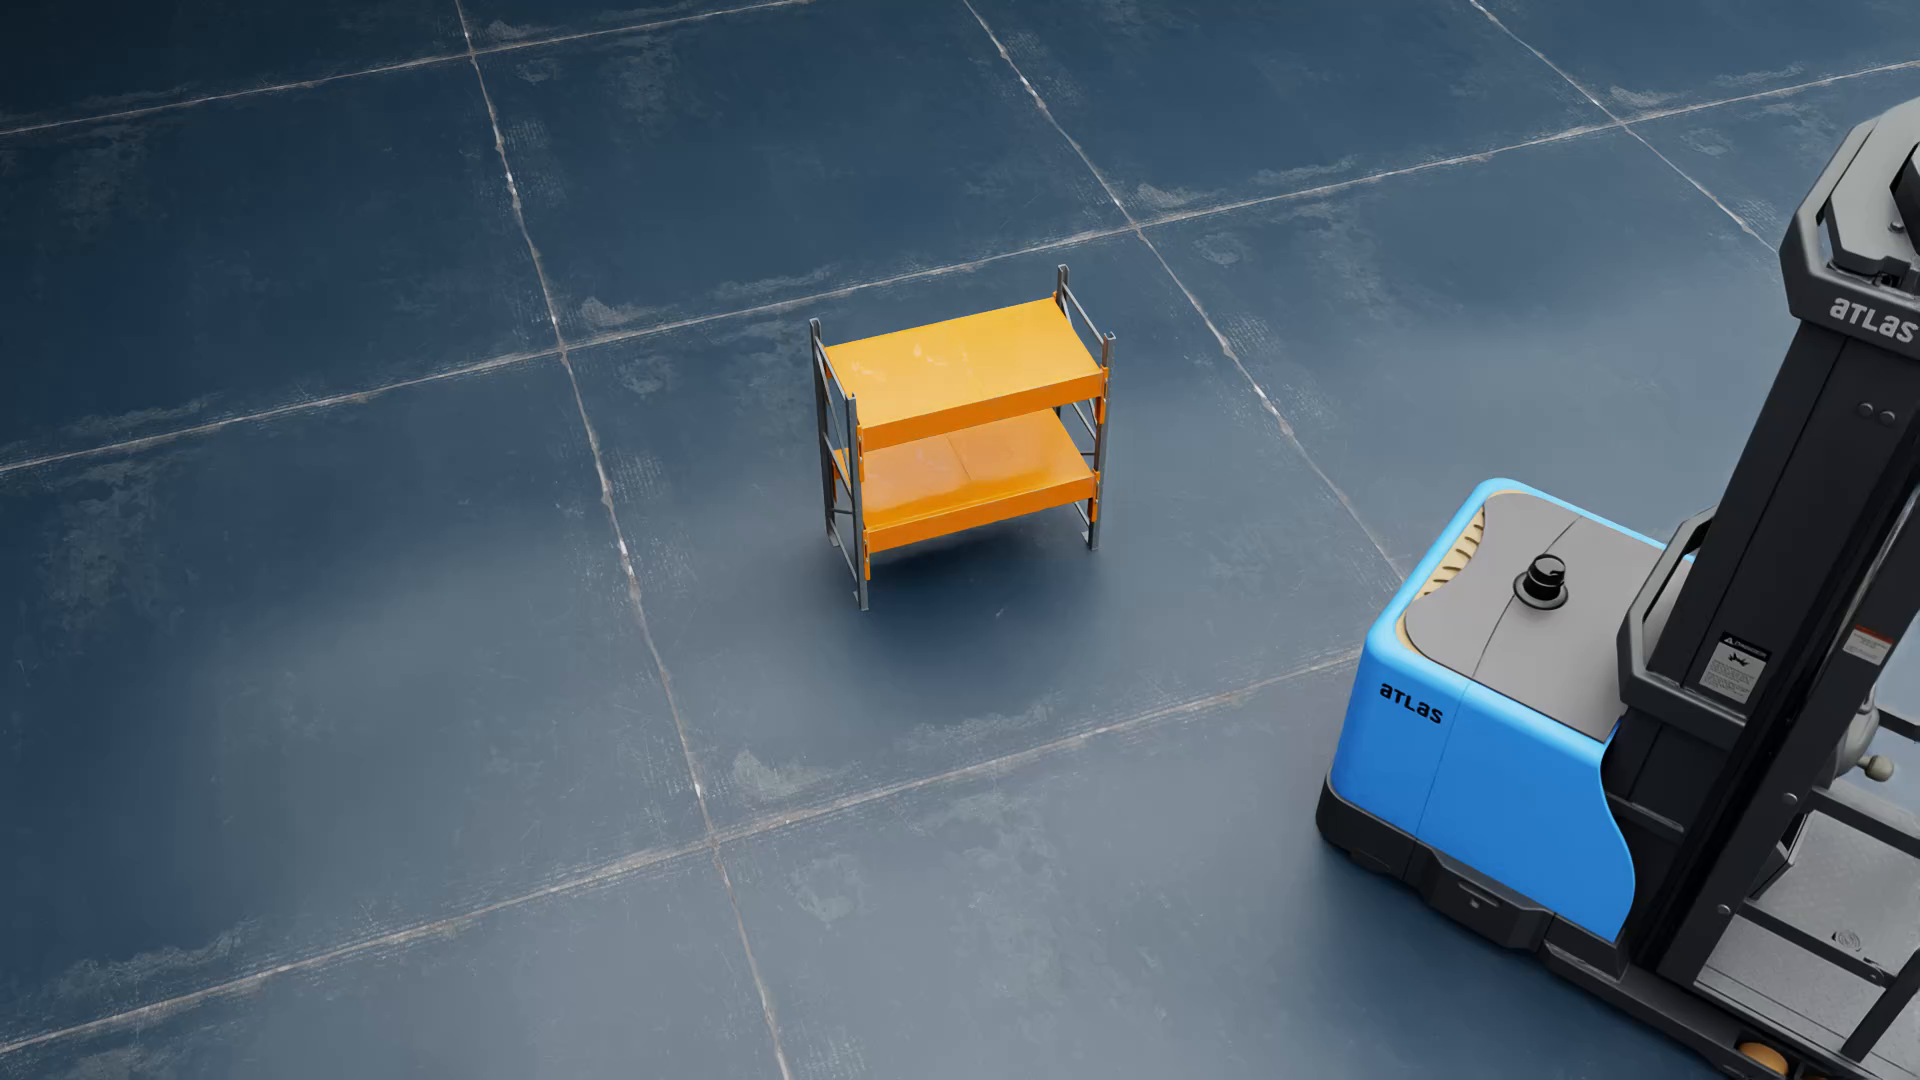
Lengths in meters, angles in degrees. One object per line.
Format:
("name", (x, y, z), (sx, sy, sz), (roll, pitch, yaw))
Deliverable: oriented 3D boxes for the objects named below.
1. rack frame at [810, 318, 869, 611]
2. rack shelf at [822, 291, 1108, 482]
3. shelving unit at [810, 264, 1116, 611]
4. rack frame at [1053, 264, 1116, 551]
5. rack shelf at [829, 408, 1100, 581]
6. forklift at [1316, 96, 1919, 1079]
("rack frame", (-0.472, -0.276, 6.541), (0.032, 1.125, 0.500), (-14, 47, -14))
("rack shelf", (0.006, -0.605, 6.455), (1.000, 0.278, 0.538), (-14, 47, -14))
("shelving unit", (0.006, -0.399, 6.662), (1.048, 1.125, 0.538), (-14, 47, -14))
("rack frame", (0.484, -0.521, 6.784), (0.032, 1.125, 0.500), (-14, 47, -14))
("rack shelf", (0.006, -0.226, 6.836), (1.000, 0.278, 0.538), (-14, 47, -14))
("forklift", (2.762, 0.376, 4.615), (3.031, 2.935, 1.130), (27, 51, 25))
